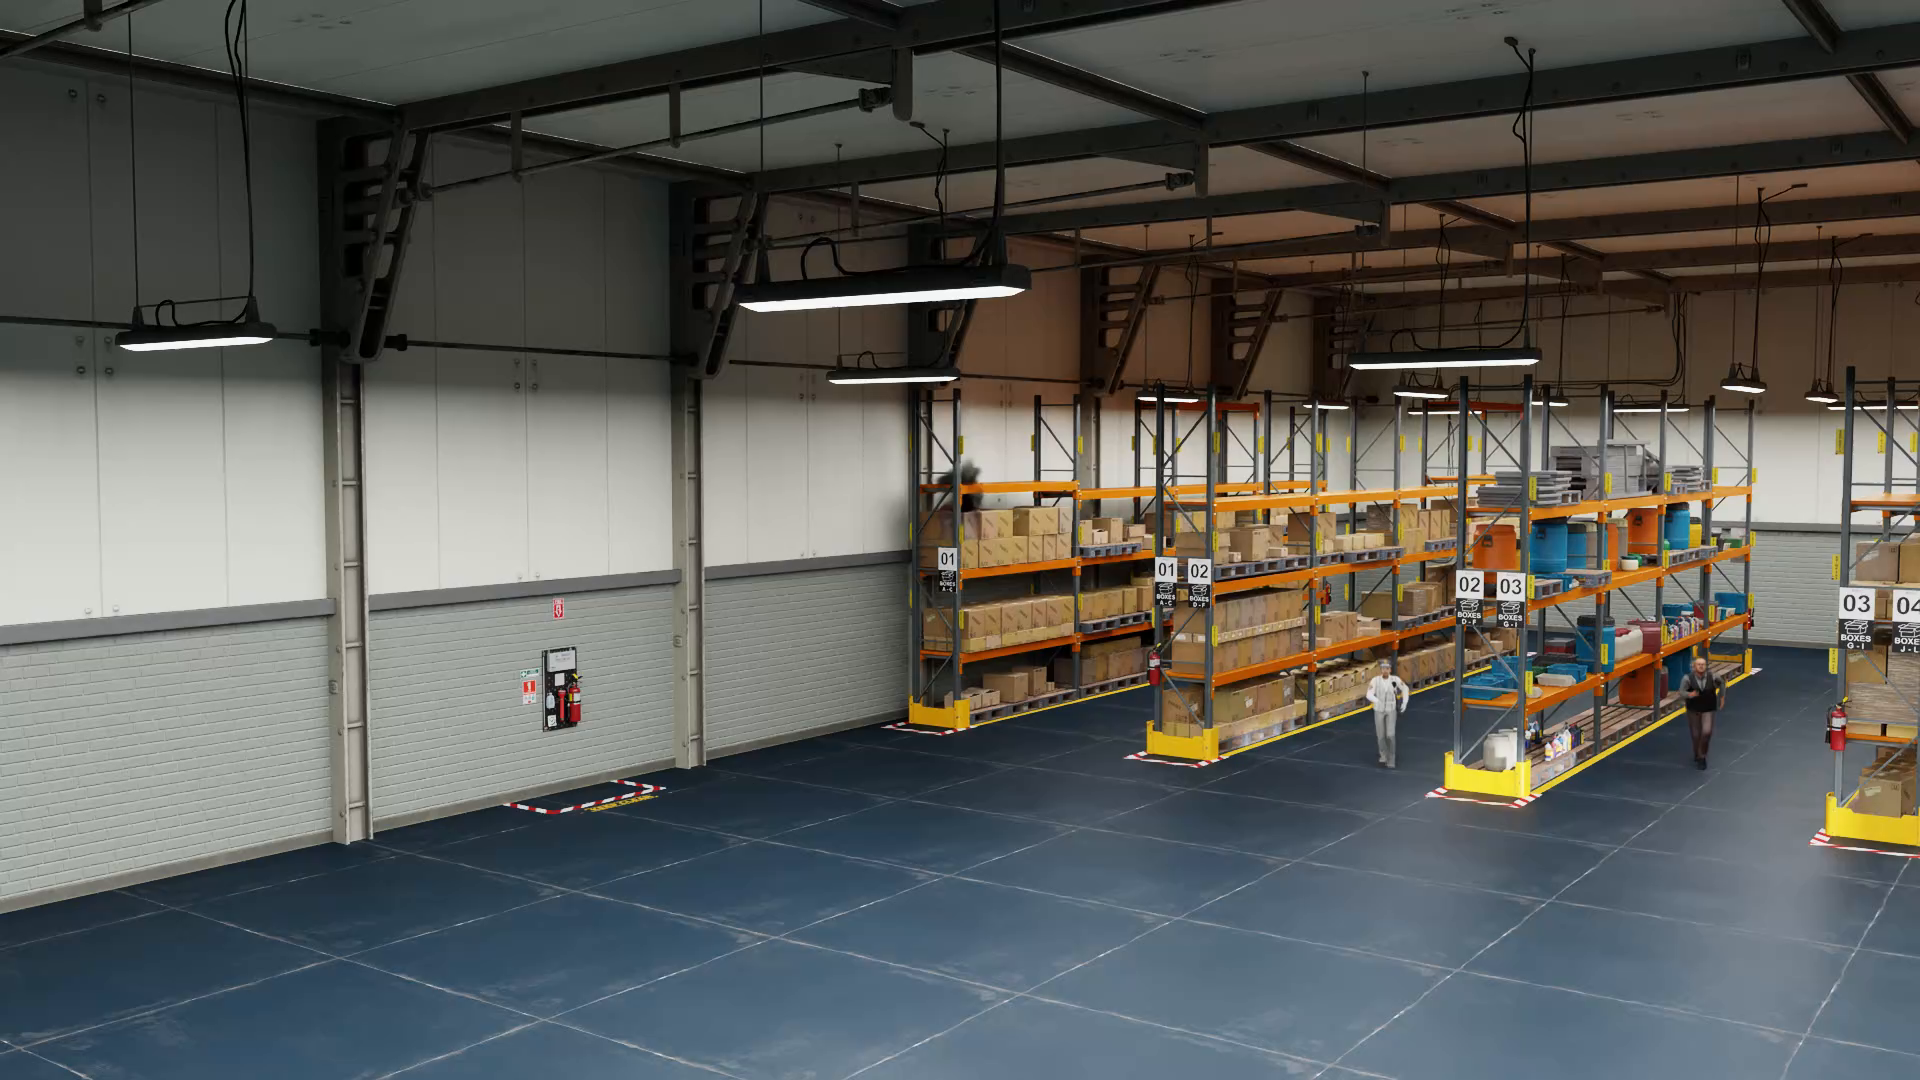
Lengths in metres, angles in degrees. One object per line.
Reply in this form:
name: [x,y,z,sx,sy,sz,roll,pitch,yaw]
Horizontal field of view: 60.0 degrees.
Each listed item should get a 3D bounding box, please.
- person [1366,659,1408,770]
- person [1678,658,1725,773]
person: [6.623,2.713,25.817,0.623,1.770,0.729,1,3,17]
person: [11.465,2.687,25.714,0.678,1.761,0.851,1,4,22]
